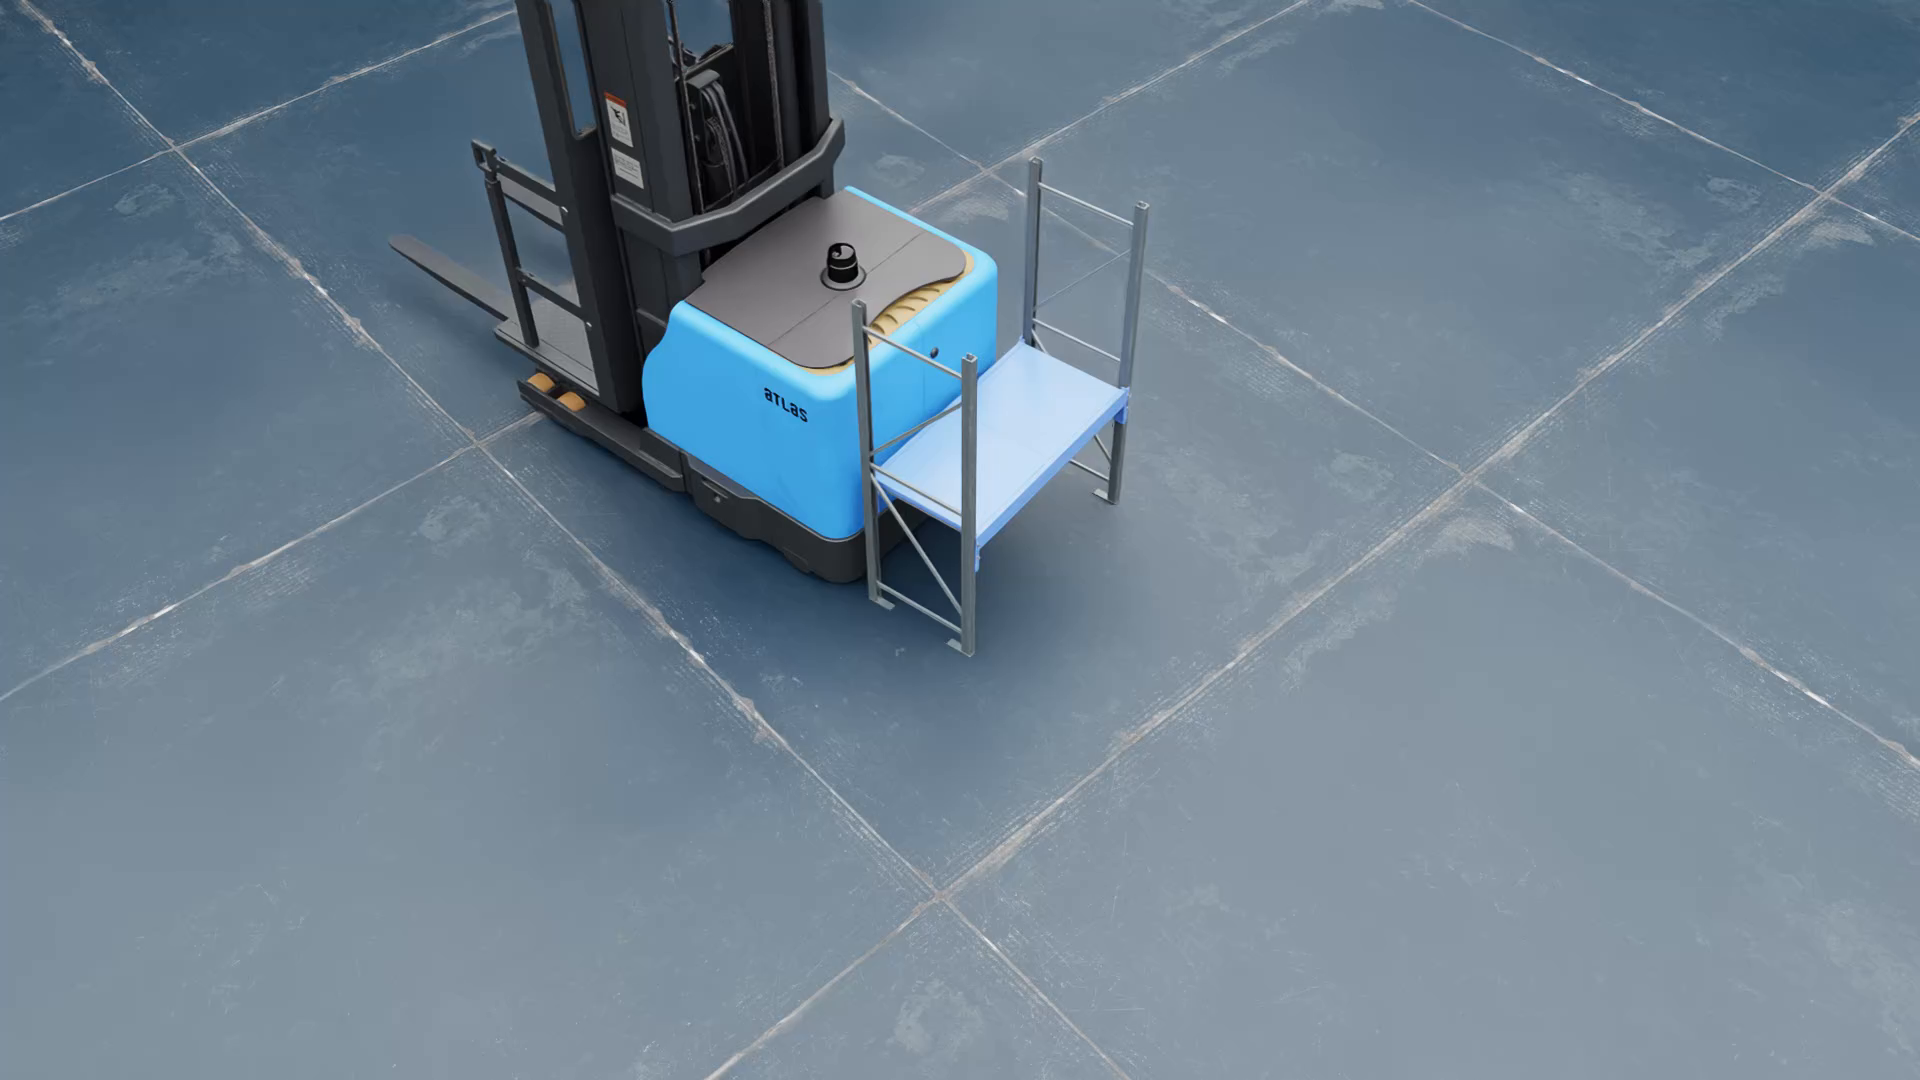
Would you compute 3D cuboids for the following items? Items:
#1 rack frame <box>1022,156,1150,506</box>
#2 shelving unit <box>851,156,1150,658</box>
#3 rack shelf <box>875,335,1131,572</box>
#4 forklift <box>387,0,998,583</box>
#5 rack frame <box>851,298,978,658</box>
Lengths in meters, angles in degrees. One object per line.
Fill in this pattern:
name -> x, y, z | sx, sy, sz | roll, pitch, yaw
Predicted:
rack frame -> 0.458, -0.772, 6.495 | 0.500, 1.500, 0.032 | 29, 54, 24
shelving unit -> 0.153, -0.473, 6.219 | 0.538, 1.500, 1.048 | 29, 54, 24
rack shelf -> 0.153, -0.351, 6.351 | 0.538, 0.185, 1.000 | 29, 54, 24
forklift -> -1.304, -1.744, 6.418 | 3.031, 2.935, 1.130 | 31, 54, 25
rack frame -> -0.152, -0.174, 5.943 | 0.500, 1.500, 0.032 | 29, 54, 24
